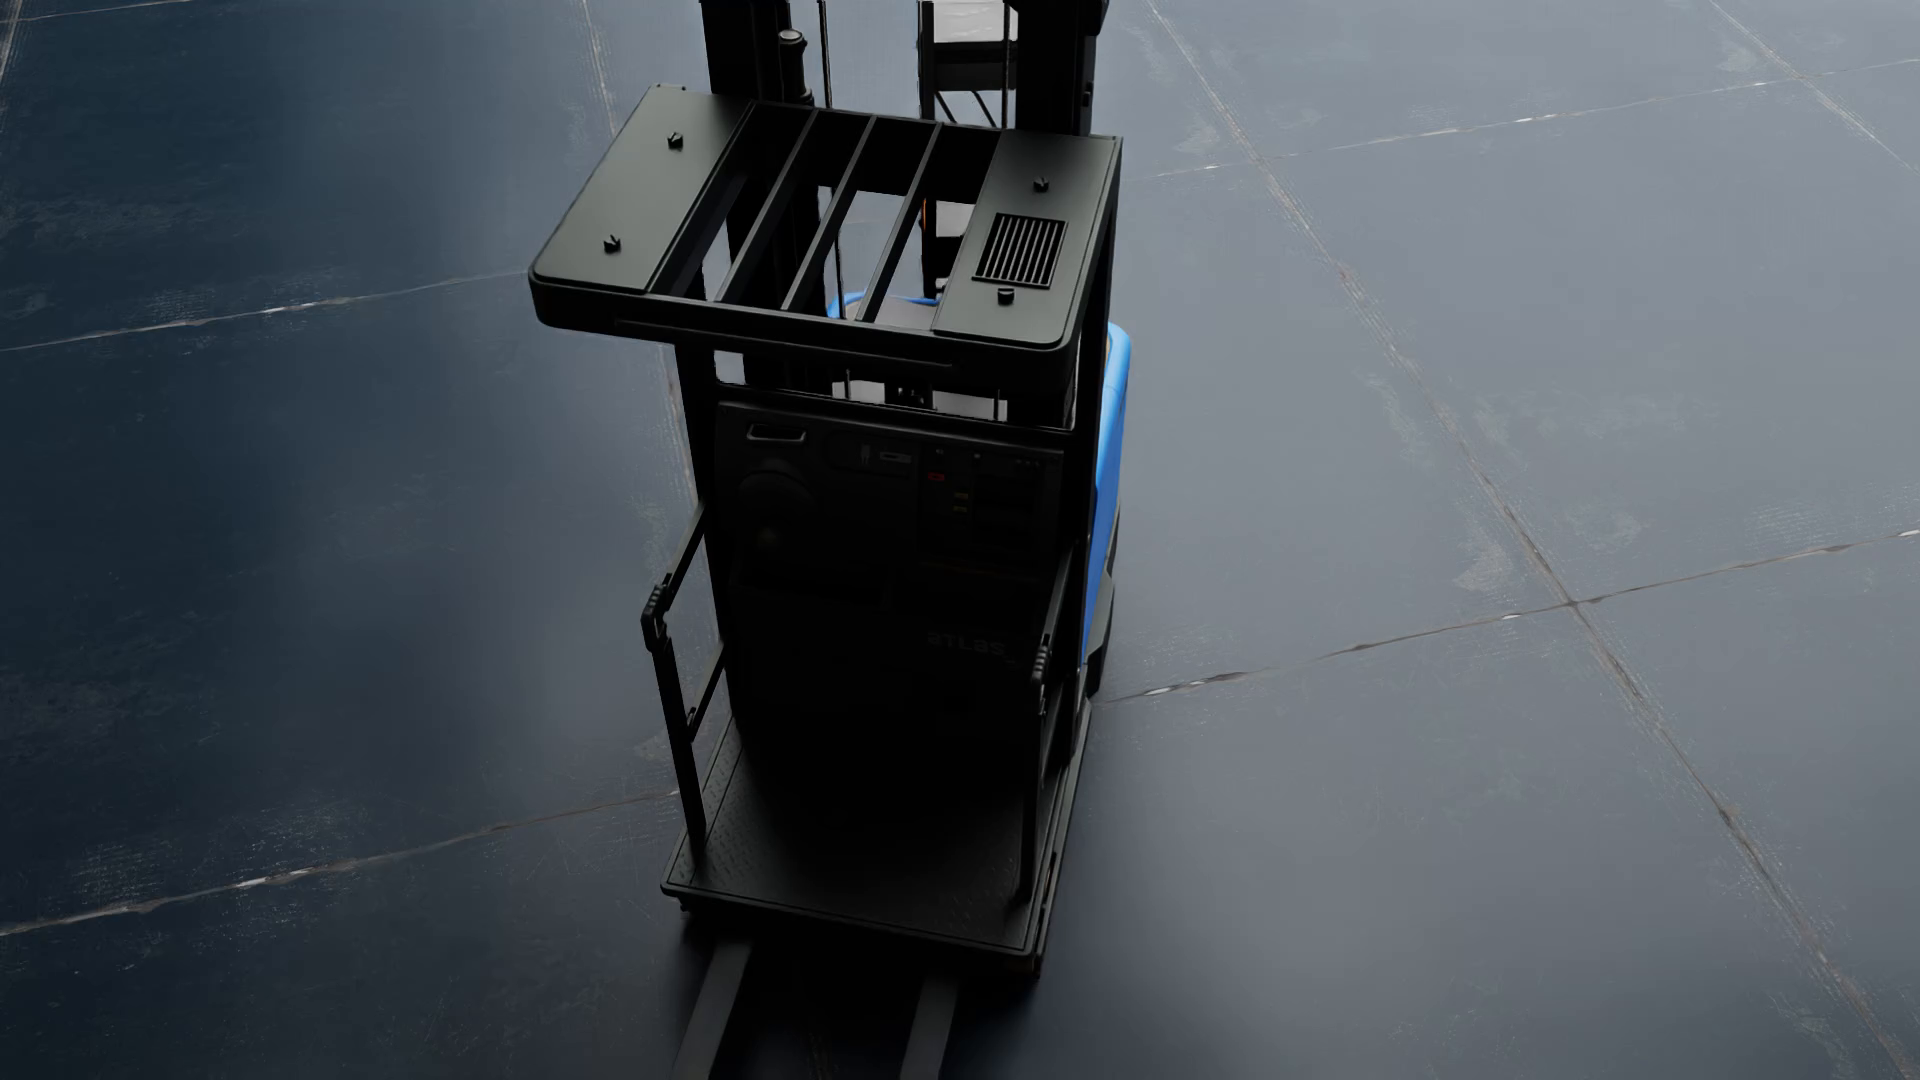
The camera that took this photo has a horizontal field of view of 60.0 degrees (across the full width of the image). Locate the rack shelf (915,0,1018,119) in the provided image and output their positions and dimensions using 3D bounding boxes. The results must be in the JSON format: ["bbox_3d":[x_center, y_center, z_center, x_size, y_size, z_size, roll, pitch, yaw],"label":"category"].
[{"bbox_3d":[0.078,-1.501,5.289,0.431,0.518,0.480,-2,46,-2],"label":"rack shelf"}]

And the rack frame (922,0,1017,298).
[{"bbox_3d":[0.088,-0.846,5.609,0.400,2.100,0.015,-2,46,-2],"label":"rack frame"}]

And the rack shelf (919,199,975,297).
[{"bbox_3d":[0.078,-1.011,5.789,0.431,0.518,0.480,-2,46,-2],"label":"rack shelf"}]

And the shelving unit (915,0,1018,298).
[{"bbox_3d":[0.078,-1.020,5.780,0.431,2.100,0.503,-2,46,-2],"label":"shelving unit"}]

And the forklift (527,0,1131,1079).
[{"bbox_3d":[-0.237,-0.030,4.227,1.130,2.935,3.031,9,46,8],"label":"forklift"}]

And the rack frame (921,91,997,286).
[{"bbox_3d":[0.068,-1.194,5.950,0.400,2.100,0.015,-2,46,-2],"label":"rack frame"}]
